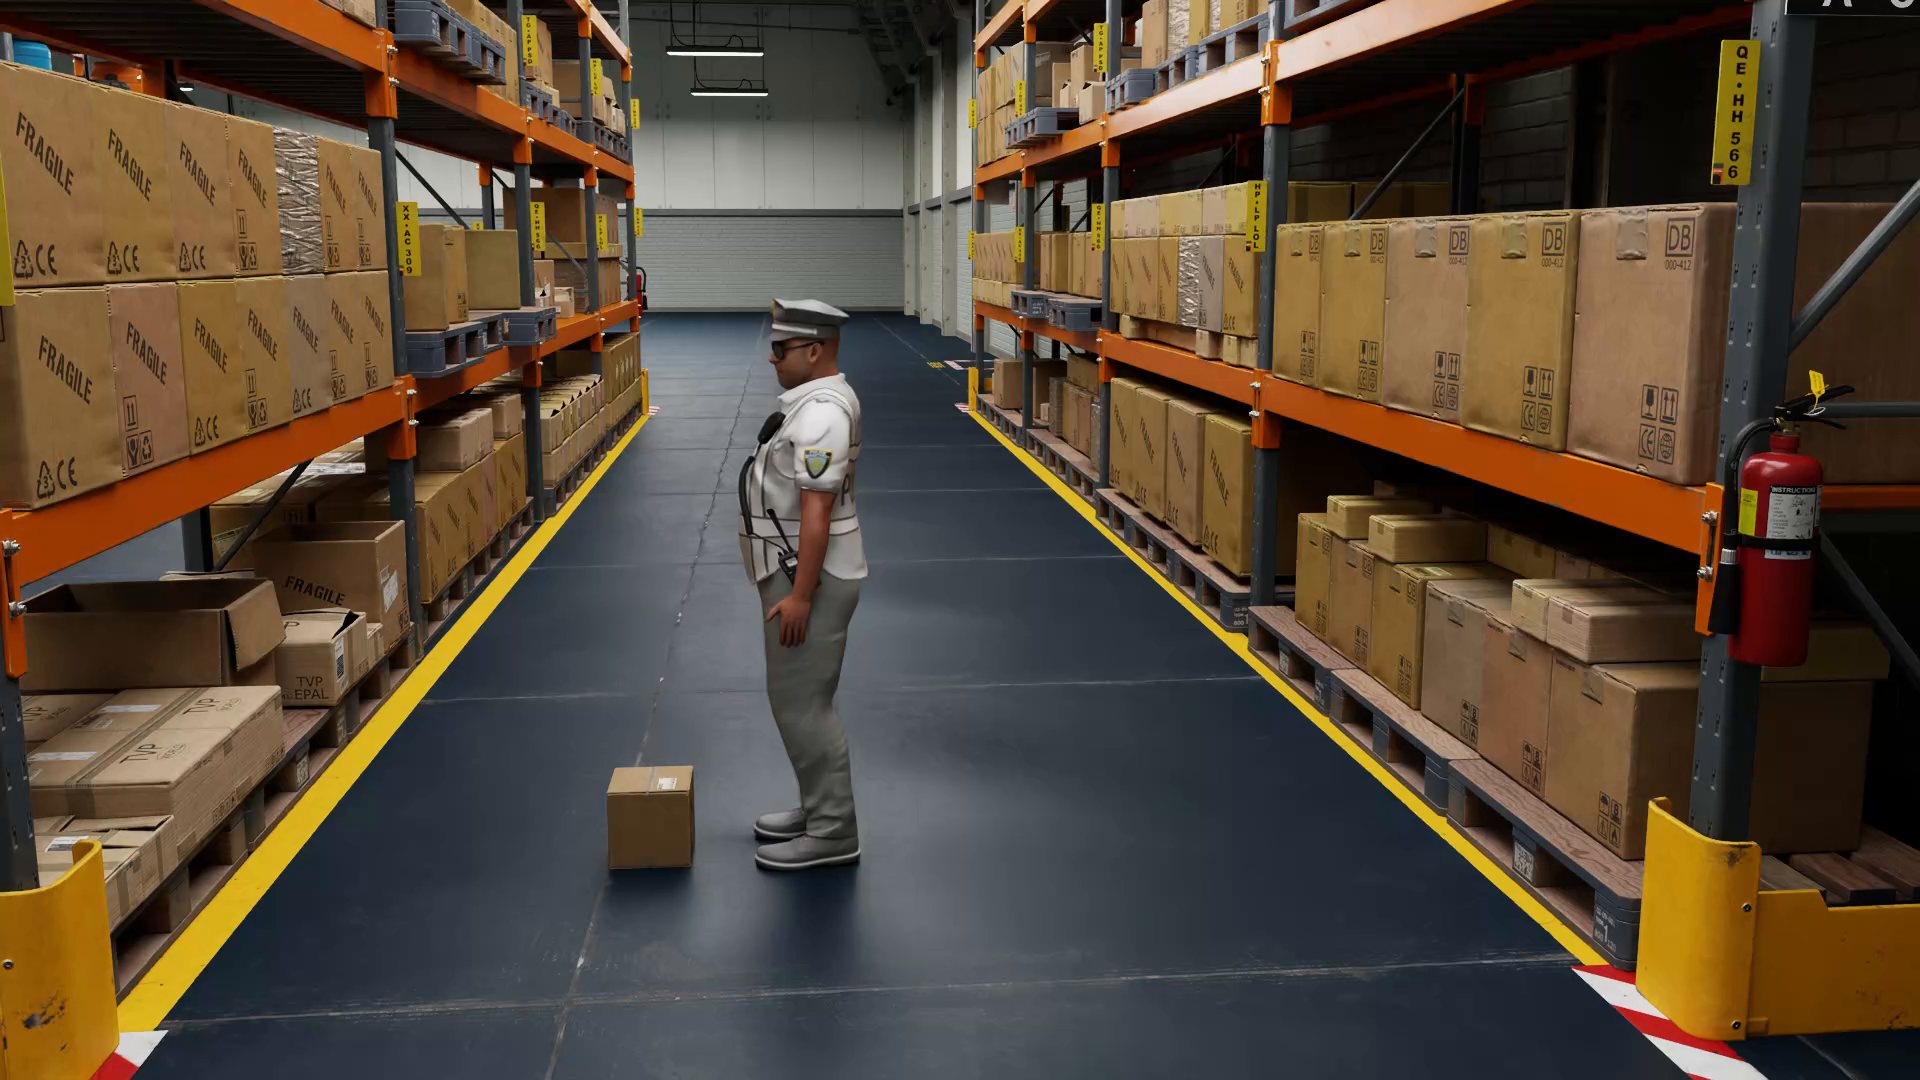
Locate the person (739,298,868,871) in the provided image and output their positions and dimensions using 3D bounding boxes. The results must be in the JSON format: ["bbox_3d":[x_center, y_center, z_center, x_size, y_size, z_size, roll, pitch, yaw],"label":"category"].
[{"bbox_3d":[-0.482,0.130,5.148,0.393,1.746,0.528,-1,10,-5],"label":"person"}]
